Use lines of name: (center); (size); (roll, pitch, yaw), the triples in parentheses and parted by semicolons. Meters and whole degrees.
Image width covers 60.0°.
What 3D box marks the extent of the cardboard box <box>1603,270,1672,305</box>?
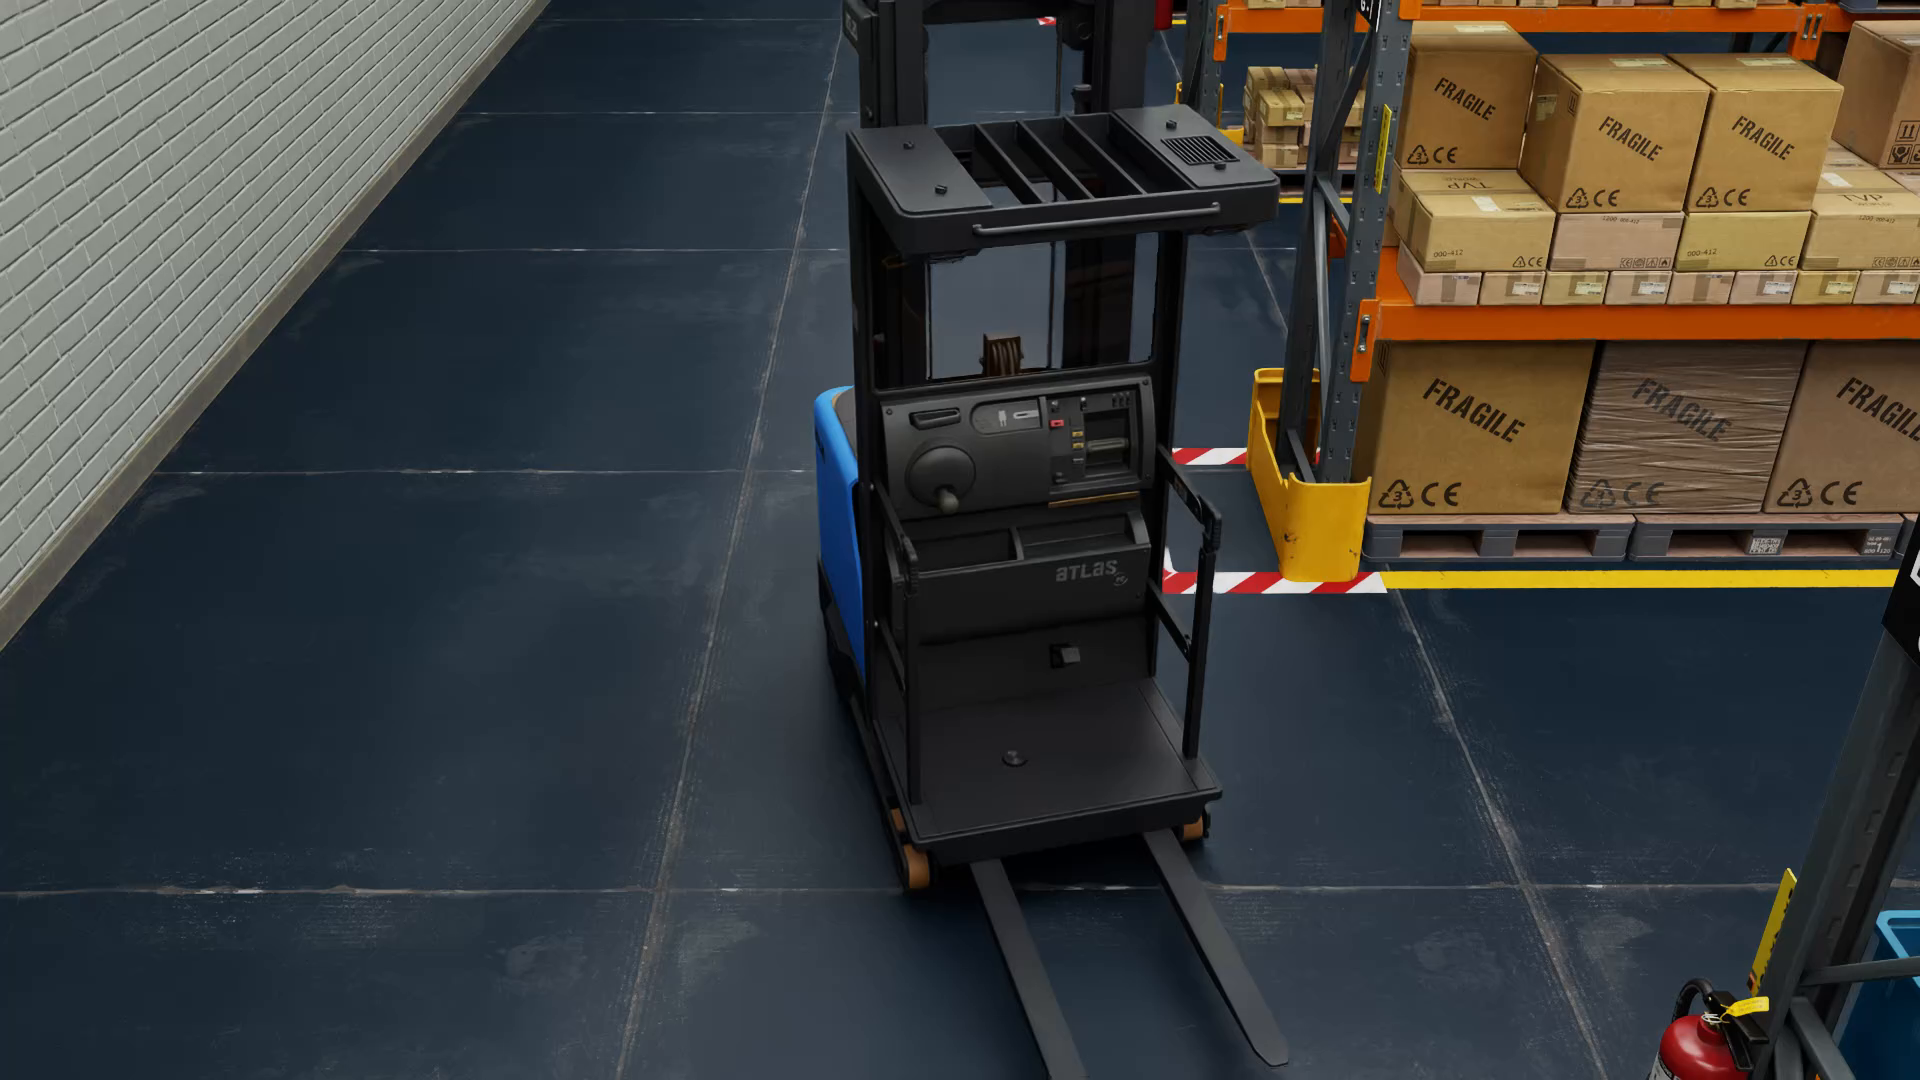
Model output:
cardboard box: (2.769, -1.123, 6.952); (0.250, 0.149, 0.380); (-1, 31, -1)

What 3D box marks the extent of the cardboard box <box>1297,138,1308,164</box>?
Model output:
cardboard box: (2.497, -2.810, 11.832); (0.250, 0.149, 0.380); (0, 31, 0)

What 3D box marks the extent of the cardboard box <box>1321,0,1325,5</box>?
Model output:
cardboard box: (2.559, -3.689, 11.180); (0.250, 0.149, 0.380); (-1, 31, -2)

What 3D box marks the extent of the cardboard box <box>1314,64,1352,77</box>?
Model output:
cardboard box: (2.747, -3.356, 12.159); (0.250, 0.149, 0.380); (-1, 31, -1)

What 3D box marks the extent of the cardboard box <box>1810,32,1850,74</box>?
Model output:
cardboard box: (6.453, -3.547, 11.987); (0.500, 0.250, 0.500); (-1, 31, -2)

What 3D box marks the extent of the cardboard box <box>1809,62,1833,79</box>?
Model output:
cardboard box: (6.448, -3.226, 12.181); (0.500, 0.500, 0.500); (-1, 31, -1)

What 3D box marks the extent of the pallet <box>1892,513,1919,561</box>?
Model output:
pallet: (4.877, -0.255, 7.967); (1.213, 0.211, 1.003); (0, 31, 0)

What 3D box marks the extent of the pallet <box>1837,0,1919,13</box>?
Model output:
pallet: (6.475, -3.827, 11.351); (1.213, 0.211, 1.003); (0, 31, 0)

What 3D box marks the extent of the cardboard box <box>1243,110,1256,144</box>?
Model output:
cardboard box: (2.235, -3.040, 12.213); (0.250, 0.149, 0.380); (0, 31, 1)

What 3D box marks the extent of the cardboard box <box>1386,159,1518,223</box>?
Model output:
cardboard box: (2.121, -1.599, 7.352); (0.500, 0.250, 0.500); (-1, 31, -1)

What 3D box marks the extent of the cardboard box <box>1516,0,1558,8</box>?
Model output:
cardboard box: (3.862, -3.711, 11.216); (0.250, 0.149, 0.380); (0, 31, 1)

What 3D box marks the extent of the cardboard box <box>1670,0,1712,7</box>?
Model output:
cardboard box: (4.901, -3.726, 11.241); (0.250, 0.149, 0.380); (1, 31, 2)

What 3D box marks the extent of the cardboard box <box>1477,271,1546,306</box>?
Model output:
cardboard box: (2.252, -1.121, 6.948); (0.250, 0.149, 0.380); (-1, 31, -1)

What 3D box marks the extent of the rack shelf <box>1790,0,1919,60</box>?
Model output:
rack shelf: (7.709, -3.681, 11.619); (4.000, 0.370, 1.077); (0, 31, 0)

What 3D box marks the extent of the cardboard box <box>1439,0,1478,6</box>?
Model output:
cardboard box: (3.336, -3.735, 11.256); (0.250, 0.149, 0.380); (-1, 31, -1)

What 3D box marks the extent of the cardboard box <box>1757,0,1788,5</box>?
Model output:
cardboard box: (5.425, -3.753, 11.286); (0.250, 0.149, 0.380); (-1, 31, -1)

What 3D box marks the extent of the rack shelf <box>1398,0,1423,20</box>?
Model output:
rack shelf: (3.638, -2.378, 6.579); (4.000, 0.370, 1.077); (0, 31, 0)

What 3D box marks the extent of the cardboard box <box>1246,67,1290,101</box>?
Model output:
cardboard box: (2.237, -3.318, 12.097); (0.250, 0.149, 0.380); (0, 31, 0)

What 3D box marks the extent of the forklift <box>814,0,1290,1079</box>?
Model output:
forklift: (0.258, -0.265, 5.361); (1.130, 2.935, 3.031); (-8, 32, -12)

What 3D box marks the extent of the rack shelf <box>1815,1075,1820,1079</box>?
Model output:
rack shelf: (3.668, 1.474, 3.123); (4.000, 0.370, 1.077); (0, 31, 0)

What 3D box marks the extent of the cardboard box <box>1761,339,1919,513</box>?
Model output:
cardboard box: (4.078, -0.717, 7.684); (0.875, 0.875, 0.875); (0, 31, 0)

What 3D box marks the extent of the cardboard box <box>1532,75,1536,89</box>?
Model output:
cardboard box: (4.048, -3.293, 12.055); (0.250, 0.149, 0.380); (-1, 31, -2)

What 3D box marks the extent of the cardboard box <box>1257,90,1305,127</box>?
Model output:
cardboard box: (2.236, -3.010, 11.590); (0.250, 0.149, 0.380); (-2, 31, -3)

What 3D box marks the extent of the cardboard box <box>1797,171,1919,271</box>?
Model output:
cardboard box: (3.664, -1.330, 6.909); (0.500, 0.250, 0.500); (-1, 31, -1)

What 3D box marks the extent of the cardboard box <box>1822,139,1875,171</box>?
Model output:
cardboard box: (3.658, -1.606, 7.363); (0.500, 0.250, 0.500); (0, 31, 0)

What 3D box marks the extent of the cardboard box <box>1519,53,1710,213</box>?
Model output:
cardboard box: (2.620, -1.644, 6.702); (0.500, 0.500, 0.500); (-1, 31, -1)

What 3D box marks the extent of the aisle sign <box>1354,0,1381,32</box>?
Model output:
aisle sign: (1.568, -2.352, 6.229); (0.004, 0.787, 0.394); (0, 31, 0)

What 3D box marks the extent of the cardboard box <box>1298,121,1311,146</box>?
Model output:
cardboard box: (2.509, -2.898, 11.691); (0.250, 0.149, 0.380); (0, 31, -1)

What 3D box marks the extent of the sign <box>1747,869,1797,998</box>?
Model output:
sign: (1.649, 0.817, 3.354); (0.005, 0.325, 0.100); (0, 31, 0)

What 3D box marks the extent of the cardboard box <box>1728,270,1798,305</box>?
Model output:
cardboard box: (3.281, -1.125, 6.954); (0.250, 0.149, 0.380); (0, 31, -1)

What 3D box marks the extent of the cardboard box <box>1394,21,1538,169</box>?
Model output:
cardboard box: (2.124, -1.918, 7.155); (0.500, 0.500, 0.500); (0, 31, 0)

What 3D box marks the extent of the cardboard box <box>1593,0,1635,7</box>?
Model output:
cardboard box: (4.371, -3.721, 11.234); (0.250, 0.149, 0.380); (-1, 31, -2)

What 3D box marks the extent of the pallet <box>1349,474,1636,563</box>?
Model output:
pallet: (2.437, -0.248, 7.955); (1.213, 0.211, 1.003); (0, 31, 0)

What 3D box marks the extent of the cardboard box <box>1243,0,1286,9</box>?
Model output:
cardboard box: (2.035, -3.694, 11.188); (0.250, 0.149, 0.380); (0, 31, -1)

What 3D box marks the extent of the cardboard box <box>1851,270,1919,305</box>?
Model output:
cardboard box: (3.796, -1.127, 6.957); (0.250, 0.149, 0.380); (0, 31, 1)

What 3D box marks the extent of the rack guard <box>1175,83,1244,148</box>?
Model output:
rack guard: (1.786, -2.901, 12.050); (0.348, 0.500, 1.175); (0, 31, 0)

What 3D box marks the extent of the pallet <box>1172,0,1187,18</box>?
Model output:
pallet: (2.378, -5.388, 16.427); (1.213, 0.211, 1.003); (0, 31, 0)

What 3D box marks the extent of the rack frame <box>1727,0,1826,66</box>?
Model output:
rack frame: (5.709, -3.982, 11.422); (0.127, 3.000, 1.000); (0, 31, 0)

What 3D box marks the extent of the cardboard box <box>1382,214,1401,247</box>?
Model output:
cardboard box: (1.993, -1.461, 7.509); (0.250, 0.149, 0.380); (0, 31, 1)

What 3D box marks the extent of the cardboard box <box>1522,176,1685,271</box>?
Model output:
cardboard box: (2.640, -1.326, 6.902); (0.500, 0.250, 0.500); (-1, 31, -1)

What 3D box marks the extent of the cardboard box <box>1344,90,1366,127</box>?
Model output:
cardboard box: (2.763, -3.008, 11.586); (0.250, 0.149, 0.380); (0, 31, 0)

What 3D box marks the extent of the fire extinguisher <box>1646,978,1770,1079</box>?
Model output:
fire extinguisher: (1.515, 1.130, 3.431); (0.183, 0.674, 0.296); (0, 31, 0)

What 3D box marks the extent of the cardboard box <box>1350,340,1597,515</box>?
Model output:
cardboard box: (2.278, -0.712, 7.674); (0.875, 0.875, 0.875); (0, 31, 0)

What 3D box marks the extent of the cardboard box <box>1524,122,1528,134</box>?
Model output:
cardboard box: (4.084, -2.936, 11.754); (0.250, 0.149, 0.380); (-2, 31, -3)
